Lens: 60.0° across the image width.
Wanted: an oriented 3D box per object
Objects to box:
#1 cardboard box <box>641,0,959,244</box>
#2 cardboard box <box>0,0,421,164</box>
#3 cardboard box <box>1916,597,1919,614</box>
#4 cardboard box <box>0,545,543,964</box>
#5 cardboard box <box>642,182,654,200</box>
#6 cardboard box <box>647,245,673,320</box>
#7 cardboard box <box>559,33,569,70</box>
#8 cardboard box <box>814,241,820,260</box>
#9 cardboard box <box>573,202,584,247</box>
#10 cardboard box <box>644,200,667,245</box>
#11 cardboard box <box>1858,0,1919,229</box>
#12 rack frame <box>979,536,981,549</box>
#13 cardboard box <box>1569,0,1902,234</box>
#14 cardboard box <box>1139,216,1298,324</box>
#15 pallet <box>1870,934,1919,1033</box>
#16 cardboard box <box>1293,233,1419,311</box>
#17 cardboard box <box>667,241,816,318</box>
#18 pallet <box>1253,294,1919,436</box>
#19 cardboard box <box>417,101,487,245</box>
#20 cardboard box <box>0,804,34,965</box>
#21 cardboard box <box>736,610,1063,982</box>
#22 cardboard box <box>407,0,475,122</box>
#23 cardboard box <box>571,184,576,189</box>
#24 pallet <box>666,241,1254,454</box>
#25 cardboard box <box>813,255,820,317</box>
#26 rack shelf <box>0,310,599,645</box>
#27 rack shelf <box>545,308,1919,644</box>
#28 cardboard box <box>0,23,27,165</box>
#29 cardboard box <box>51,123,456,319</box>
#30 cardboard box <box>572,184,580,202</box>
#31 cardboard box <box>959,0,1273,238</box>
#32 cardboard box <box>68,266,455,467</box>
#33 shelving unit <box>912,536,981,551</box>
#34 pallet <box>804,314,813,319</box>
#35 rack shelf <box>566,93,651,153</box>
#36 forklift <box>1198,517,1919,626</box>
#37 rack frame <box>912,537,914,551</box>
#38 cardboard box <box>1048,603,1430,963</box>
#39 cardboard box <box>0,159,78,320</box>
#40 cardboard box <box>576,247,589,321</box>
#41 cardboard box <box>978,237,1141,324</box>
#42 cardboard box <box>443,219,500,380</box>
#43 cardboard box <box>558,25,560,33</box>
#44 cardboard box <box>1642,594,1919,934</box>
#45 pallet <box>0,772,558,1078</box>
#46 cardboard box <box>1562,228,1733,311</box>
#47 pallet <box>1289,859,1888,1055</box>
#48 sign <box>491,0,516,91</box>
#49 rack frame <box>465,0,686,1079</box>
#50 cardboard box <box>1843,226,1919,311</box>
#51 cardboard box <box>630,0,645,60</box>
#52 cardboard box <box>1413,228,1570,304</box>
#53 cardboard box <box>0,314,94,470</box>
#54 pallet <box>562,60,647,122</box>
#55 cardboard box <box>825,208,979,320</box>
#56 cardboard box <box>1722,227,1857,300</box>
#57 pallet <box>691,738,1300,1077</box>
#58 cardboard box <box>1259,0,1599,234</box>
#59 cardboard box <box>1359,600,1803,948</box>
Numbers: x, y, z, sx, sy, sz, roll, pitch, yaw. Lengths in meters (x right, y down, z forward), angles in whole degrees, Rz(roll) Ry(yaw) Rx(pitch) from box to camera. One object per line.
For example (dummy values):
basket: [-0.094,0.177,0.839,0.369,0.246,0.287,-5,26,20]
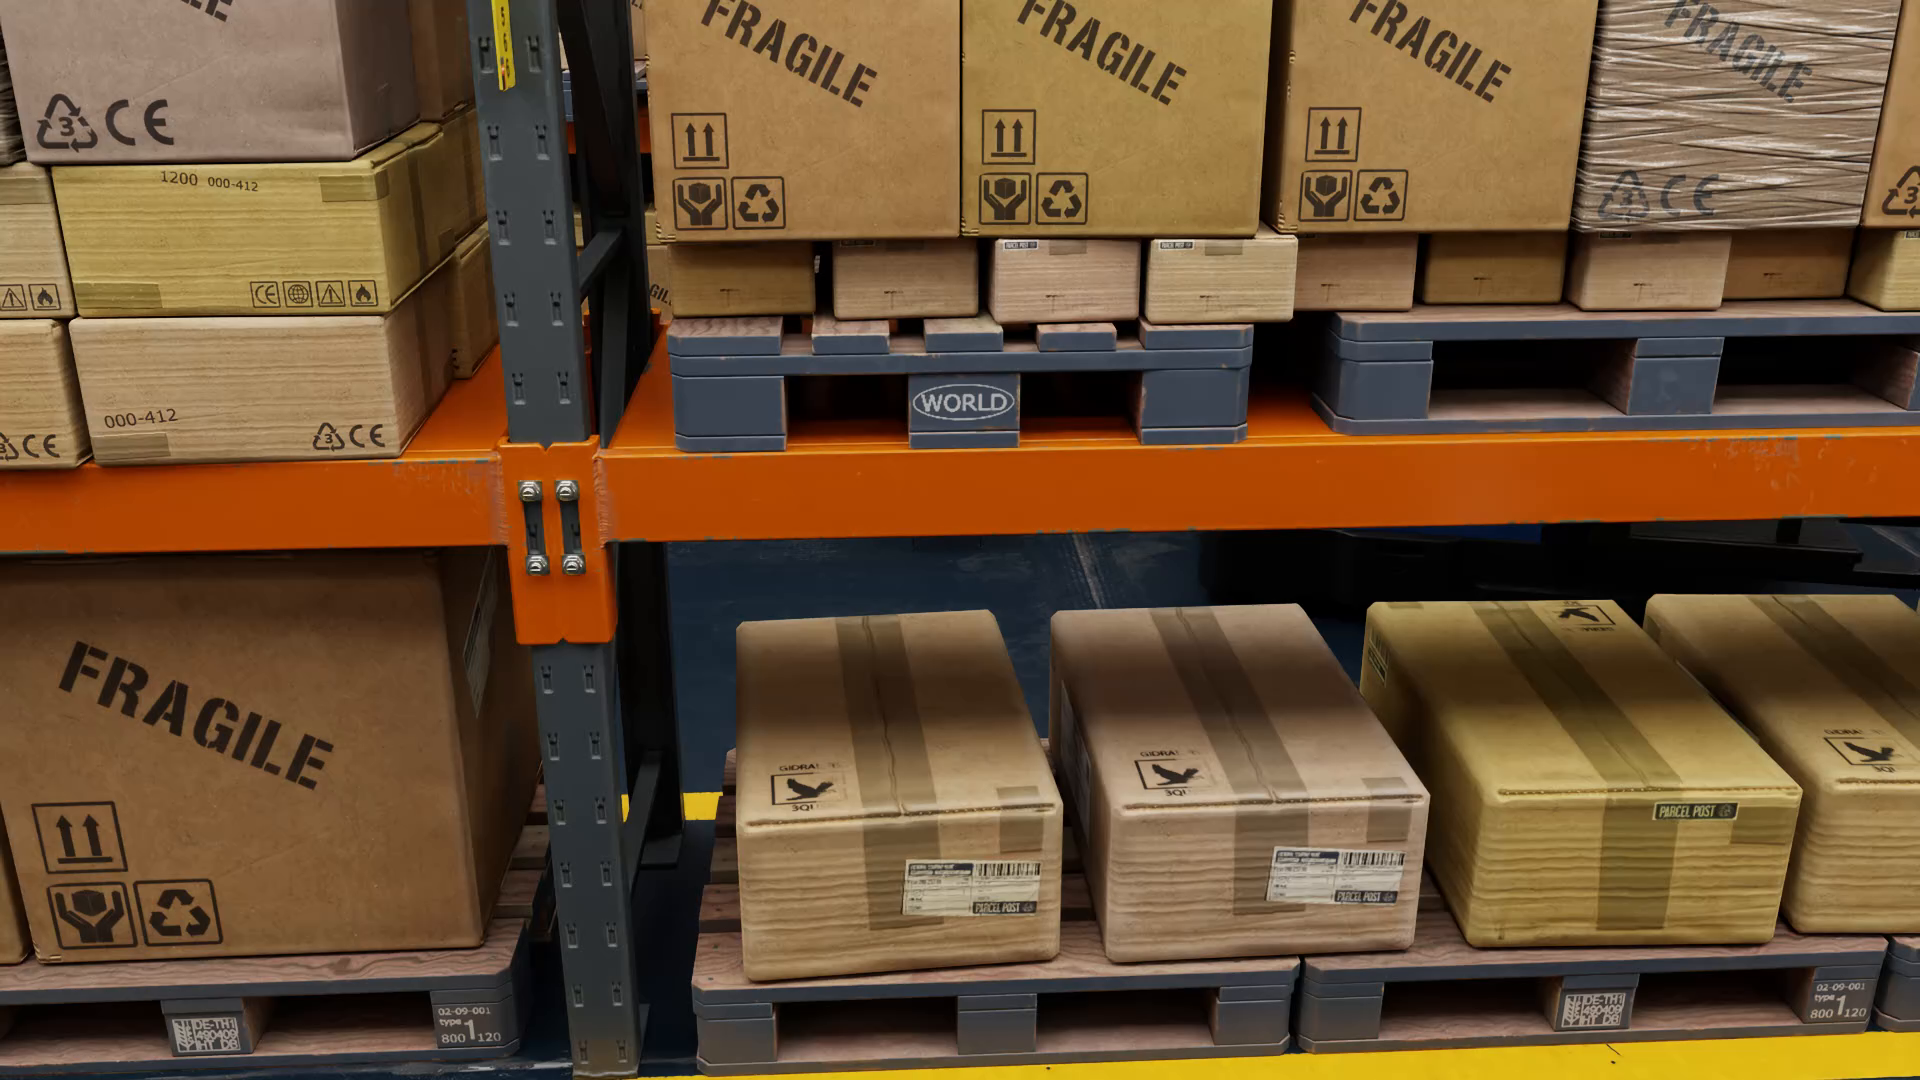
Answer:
cardboard box: [-0.271,-0.815,2.898,0.500,0.500,0.500,-2,21,-5]
cardboard box: [-1.234,-0.917,2.768,0.500,0.500,0.500,-2,21,-5]
cardboard box: [2.737,0.456,3.811,0.625,0.372,0.950,-1,21,-2]
cardboard box: [-1.428,0.275,3.579,0.875,0.875,0.875,-1,21,-4]
cardboard box: [-1.559,-1.701,8.384,0.250,0.149,0.380,0,21,0]
cardboard box: [-1.430,-1.213,8.013,0.500,0.500,0.500,-1,21,-1]
cardboard box: [-1.654,-2.199,7.443,0.250,0.149,0.380,-1,21,-2]
cardboard box: [-0.419,-0.675,3.442,0.250,0.149,0.380,0,21,-1]
cardboard box: [-1.770,-1.484,7.815,0.250,0.149,0.380,-2,21,-6]
cardboard box: [-1.499,-1.501,7.858,0.250,0.149,0.380,-2,21,-6]
cardboard box: [1.802,-0.860,3.015,0.500,0.500,0.500,0,21,-1]
rack frame: [0.068,-0.492,5.938,0.008,1.050,0.200,-1,21,-3]
cardboard box: [1.279,-0.849,2.986,0.500,0.500,0.500,-2,21,-5]
cardboard box: [0.438,-0.507,3.000,0.250,0.149,0.380,-1,21,-3]
pallet: [2.483,0.732,3.902,1.213,0.211,1.003,-1,21,-3]
cardboard box: [0.674,-0.540,3.086,0.250,0.149,0.380,0,21,0]
cardboard box: [-0.398,-0.526,3.049,0.250,0.149,0.380,-2,21,-6]
pallet: [1.241,-0.472,3.413,1.213,0.211,1.003,-1,21,-3]
cardboard box: [-1.253,-0.747,3.376,0.500,0.250,0.500,-1,21,-3]
cardboard box: [-2.318,0.291,3.536,0.875,0.875,0.875,-1,21,-2]
cardboard box: [-0.169,0.517,3.649,0.625,0.372,0.950,-3,21,-7]
cardboard box: [-1.240,-1.097,3.241,0.500,0.500,0.500,-2,21,-5]
cardboard box: [-2.069,-1.672,8.307,0.250,0.149,0.380,-1,21,-2]
pallet: [-0.028,-0.469,3.407,1.003,0.211,1.213,-1,21,-3]
cardboard box: [-0.397,-1.364,8.235,0.625,0.625,0.875,-1,21,-1]
rack shelf: [-2.730,-0.130,3.257,4.000,0.370,1.077,-1,21,-3]
rack shelf: [1.264,-0.211,3.470,4.000,0.370,1.077,-1,21,-3]
cardboard box: [-1.746,-0.904,2.733,0.500,0.500,0.500,-1,21,-2]
cardboard box: [-1.202,-0.570,2.910,0.500,0.250,0.500,-1,21,-3]
cardboard box: [-1.825,-1.705,8.395,0.250,0.149,0.380,-1,21,-1]
cardboard box: [0.249,-0.828,2.932,0.500,0.500,0.500,0,21,0]
cardboard box: [-1.223,-0.334,2.993,0.500,0.250,0.500,-2,21,-5]
shelving unit: [-0.053,-0.490,5.931,0.252,1.050,0.215,-1,21,-3]
pallet: [-0.196,-0.969,8.370,1.213,0.211,1.003,-1,21,-3]
rack shelf: [-3.017,-1.893,7.888,4.000,0.370,1.077,-1,21,-3]
forklift: [2.367,-1.218,5.201,3.031,2.935,1.130,4,21,10]
rack frame: [-0.175,-0.487,5.925,0.008,1.050,0.200,-1,21,-3]
cardboard box: [0.568,0.500,3.696,0.625,0.372,0.950,-2,21,-4]
cardboard box: [-1.714,-0.558,2.879,0.500,0.250,0.500,-2,21,-4]
cardboard box: [-1.930,-1.206,7.996,0.500,0.500,0.500,-1,21,-4]
cardboard box: [0.162,-0.509,3.005,0.250,0.149,0.380,-3,21,-7]
cardboard box: [-1.236,-0.516,3.471,0.500,0.250,0.500,-2,21,-4]
cardboard box: [-2.055,-2.259,7.460,0.500,0.250,0.500,-2,21,-6]
cardboard box: [2.019,0.472,3.770,0.625,0.372,0.950,0,21,0]
pallet: [-1.525,0.786,3.760,1.213,0.211,1.003,-1,21,-3]
cardboard box: [1.218,-0.541,3.090,0.250,0.149,0.380,-1,21,-1]
pallet: [1.262,0.758,3.834,1.213,0.211,1.003,-1,21,-3]
sign: [-0.698,-0.850,2.512,0.005,0.325,0.100,-1,21,-3]
rack frame: [-0.733,-0.506,3.235,0.127,3.000,1.000,-1,21,-3]
cardboard box: [1.743,-0.542,3.093,0.250,0.149,0.380,-1,21,-3]
cardboard box: [-1.543,-2.558,7.892,0.500,0.500,0.500,0,21,-1]
cardboard box: [0.954,-0.559,3.137,0.250,0.149,0.380,0,21,-1]
cardboard box: [-1.732,-0.318,2.951,0.500,0.250,0.500,-1,21,-2]
pallet: [-1.693,-2.141,7.799,1.003,0.211,1.213,-1,21,-3]
cardboard box: [-0.114,-0.520,3.033,0.250,0.149,0.380,-2,21,-6]
cardboard box: [1.474,-0.574,3.175,0.250,0.149,0.380,-2,21,-5]
pallet: [0.047,0.781,3.772,1.213,0.211,1.003,-1,21,-3]
cardboard box: [0.779,-0.842,2.967,0.500,0.500,0.500,-1,21,-2]
cardboard box: [1.325,0.486,3.731,0.625,0.372,0.950,0,21,-1]
